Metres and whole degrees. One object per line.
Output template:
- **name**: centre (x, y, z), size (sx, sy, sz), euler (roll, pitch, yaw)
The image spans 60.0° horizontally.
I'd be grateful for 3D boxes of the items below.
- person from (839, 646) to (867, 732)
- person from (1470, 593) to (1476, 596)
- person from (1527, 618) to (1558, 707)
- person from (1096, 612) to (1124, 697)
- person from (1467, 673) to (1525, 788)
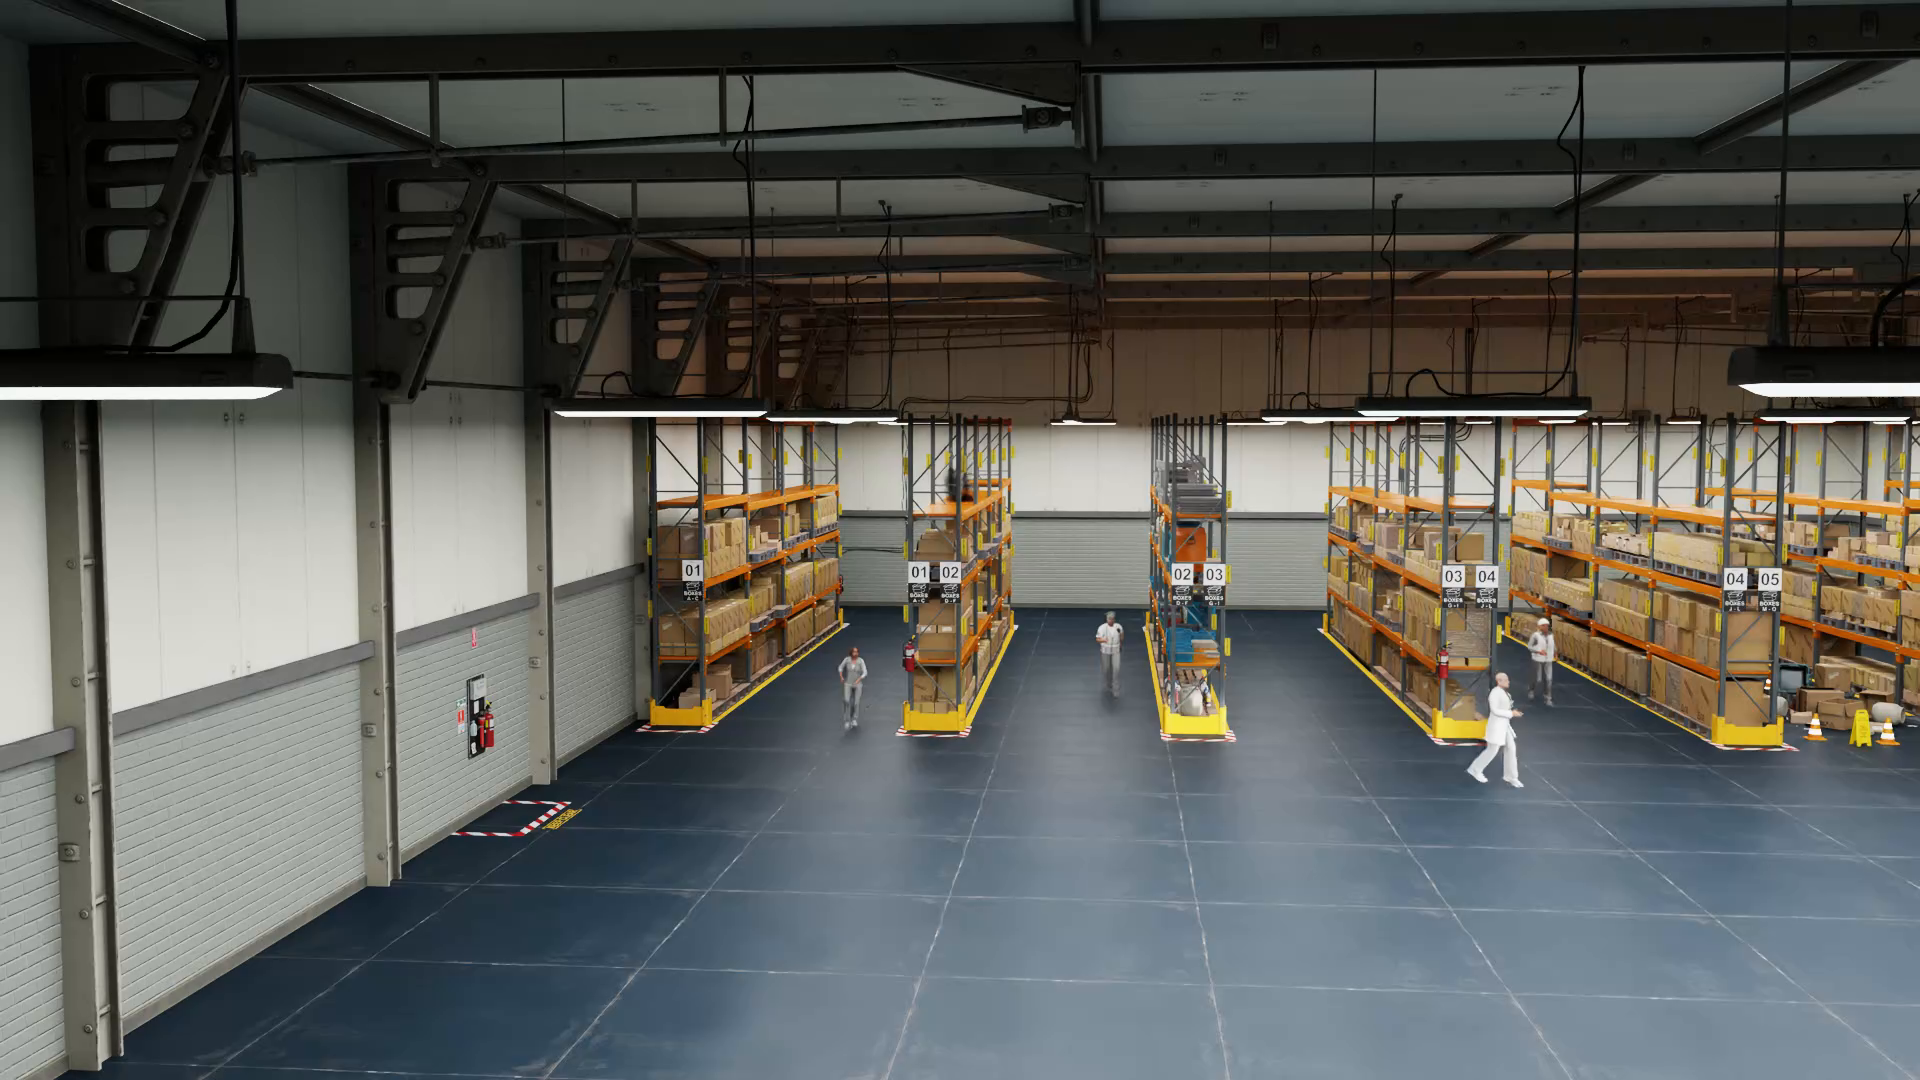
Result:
- **person**: centre (-2.036, 2.806, 31.607), size (0.543, 1.609, 0.646), euler (0, 4, -4)
- **person**: centre (13.864, 1.812, 45.368), size (0.668, 1.629, 1.025), euler (2, 4, 26)
- **person**: centre (12.091, 2.513, 34.529), size (0.681, 1.793, 0.847), euler (0, 4, -6)
- **person**: centre (3.232, 2.438, 35.764), size (0.603, 1.833, 0.866), euler (0, 4, 1)
- **person**: centre (8.606, 3.042, 26.652), size (0.887, 1.845, 0.730), euler (3, 5, 35)
